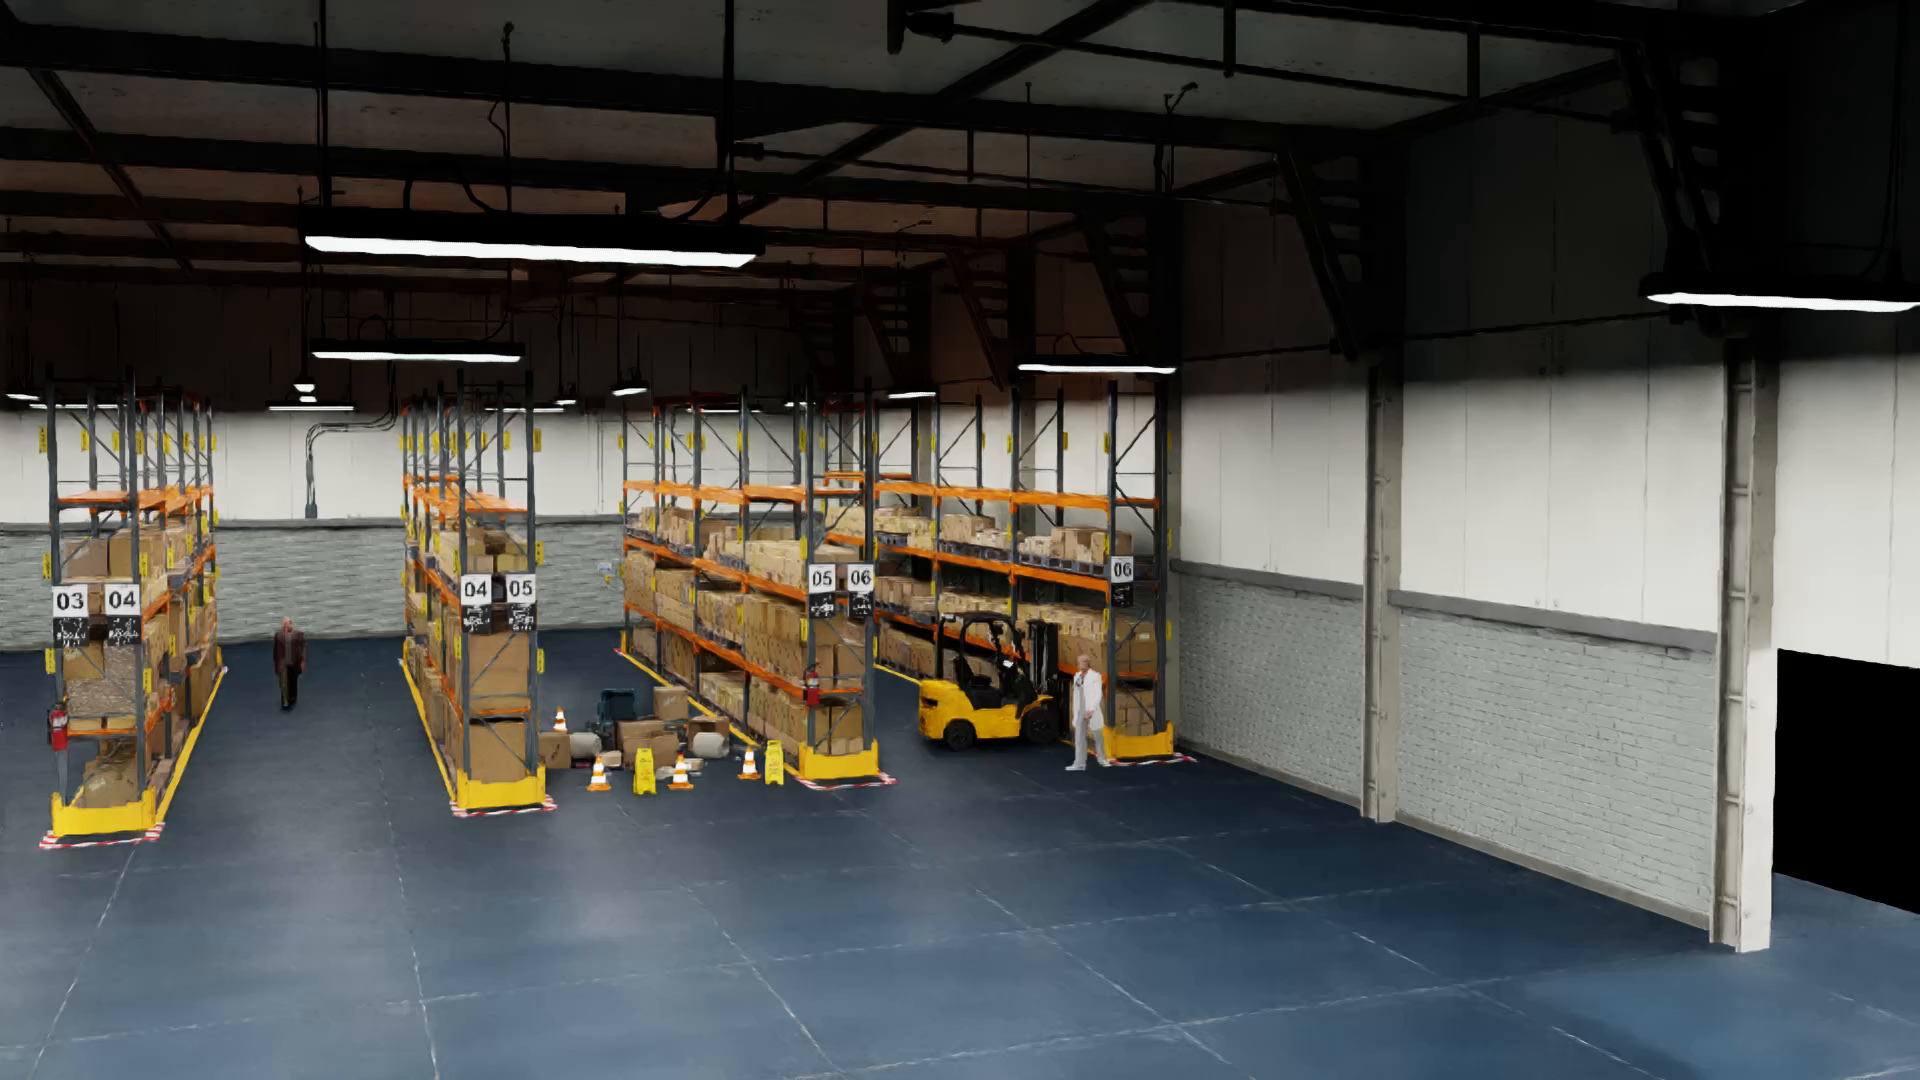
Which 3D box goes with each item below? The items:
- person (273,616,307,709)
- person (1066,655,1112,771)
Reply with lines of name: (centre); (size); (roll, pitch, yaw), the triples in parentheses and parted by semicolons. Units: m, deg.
person: (-12.686, 2.344, 31.482); (0.603, 1.628, 1.107); (-1, 4, -22)
person: (1.965, 2.632, 25.435); (0.604, 1.770, 0.767); (3, 4, 38)
